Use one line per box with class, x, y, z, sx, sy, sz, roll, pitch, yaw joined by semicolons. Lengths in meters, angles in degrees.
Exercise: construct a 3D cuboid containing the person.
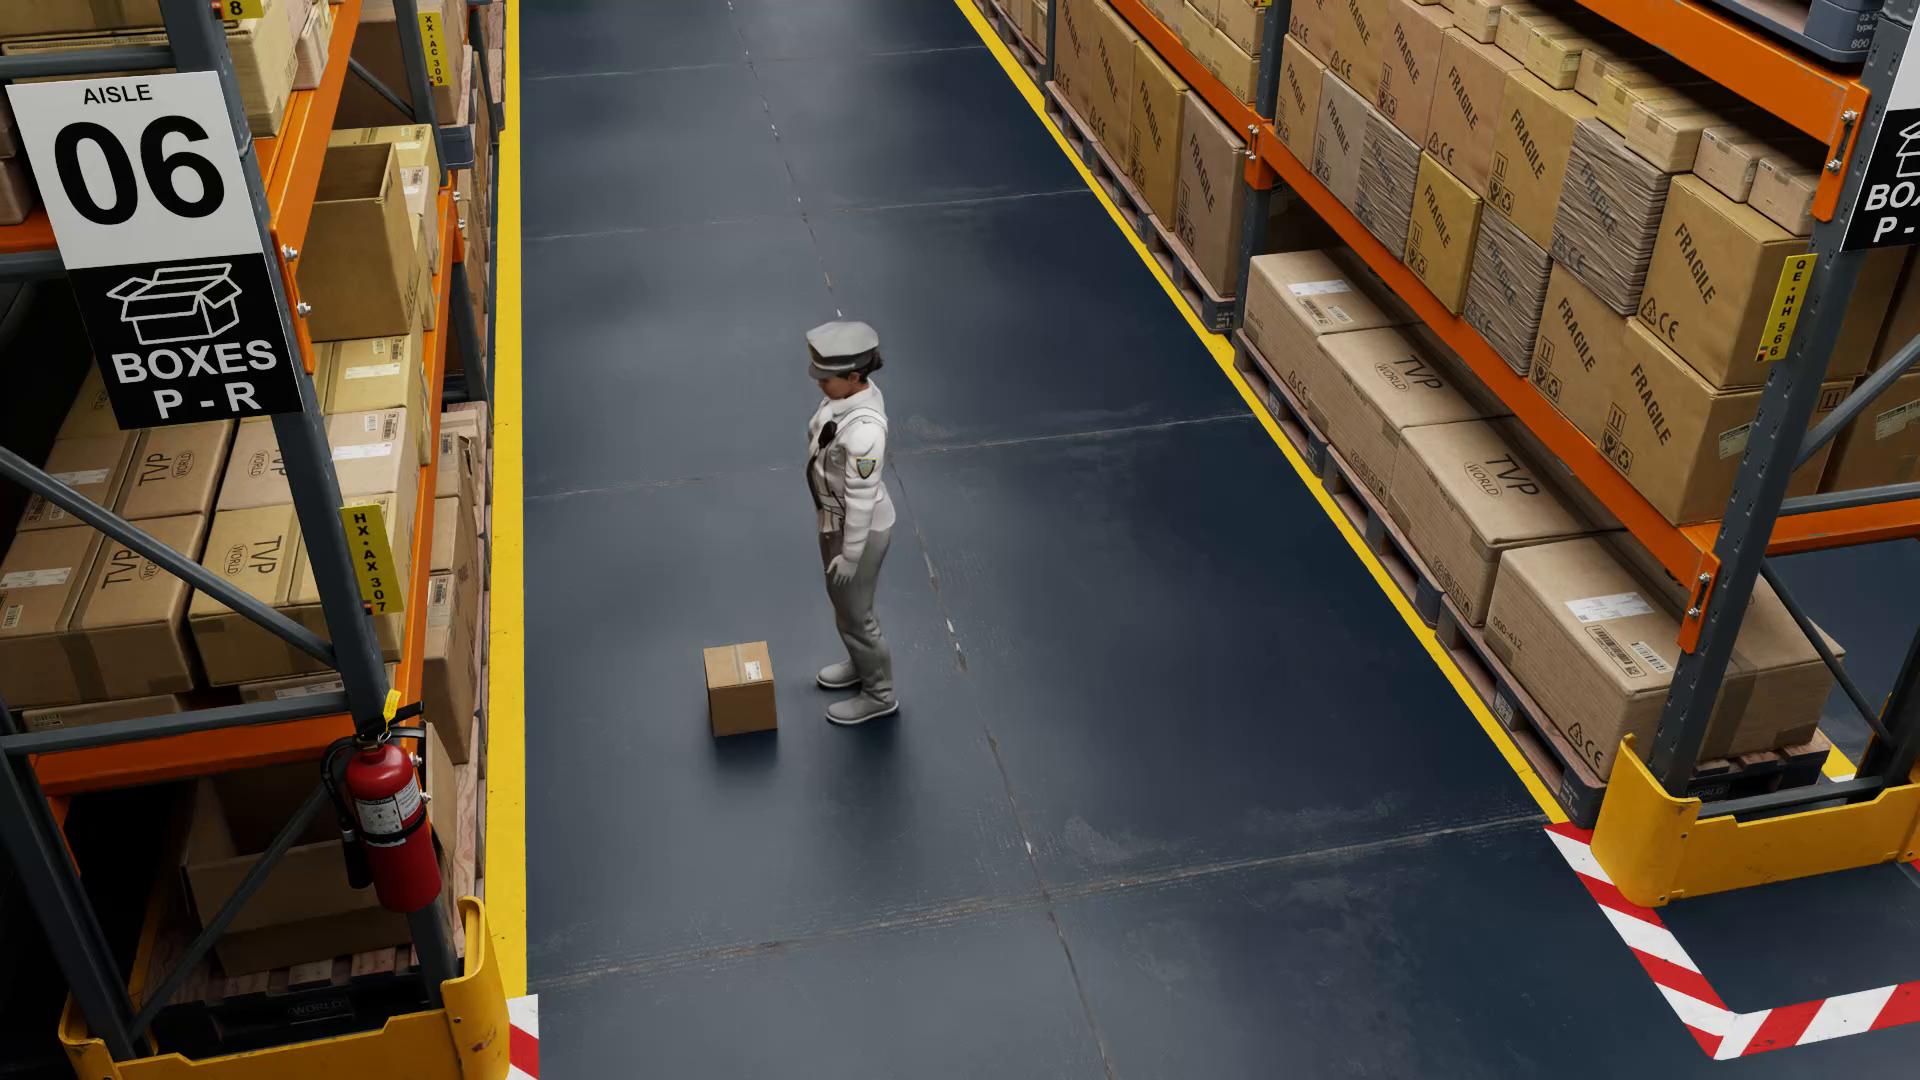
person;-0.406;-0.039;6.205;0.328;1.661;0.470;-7;35;-9
